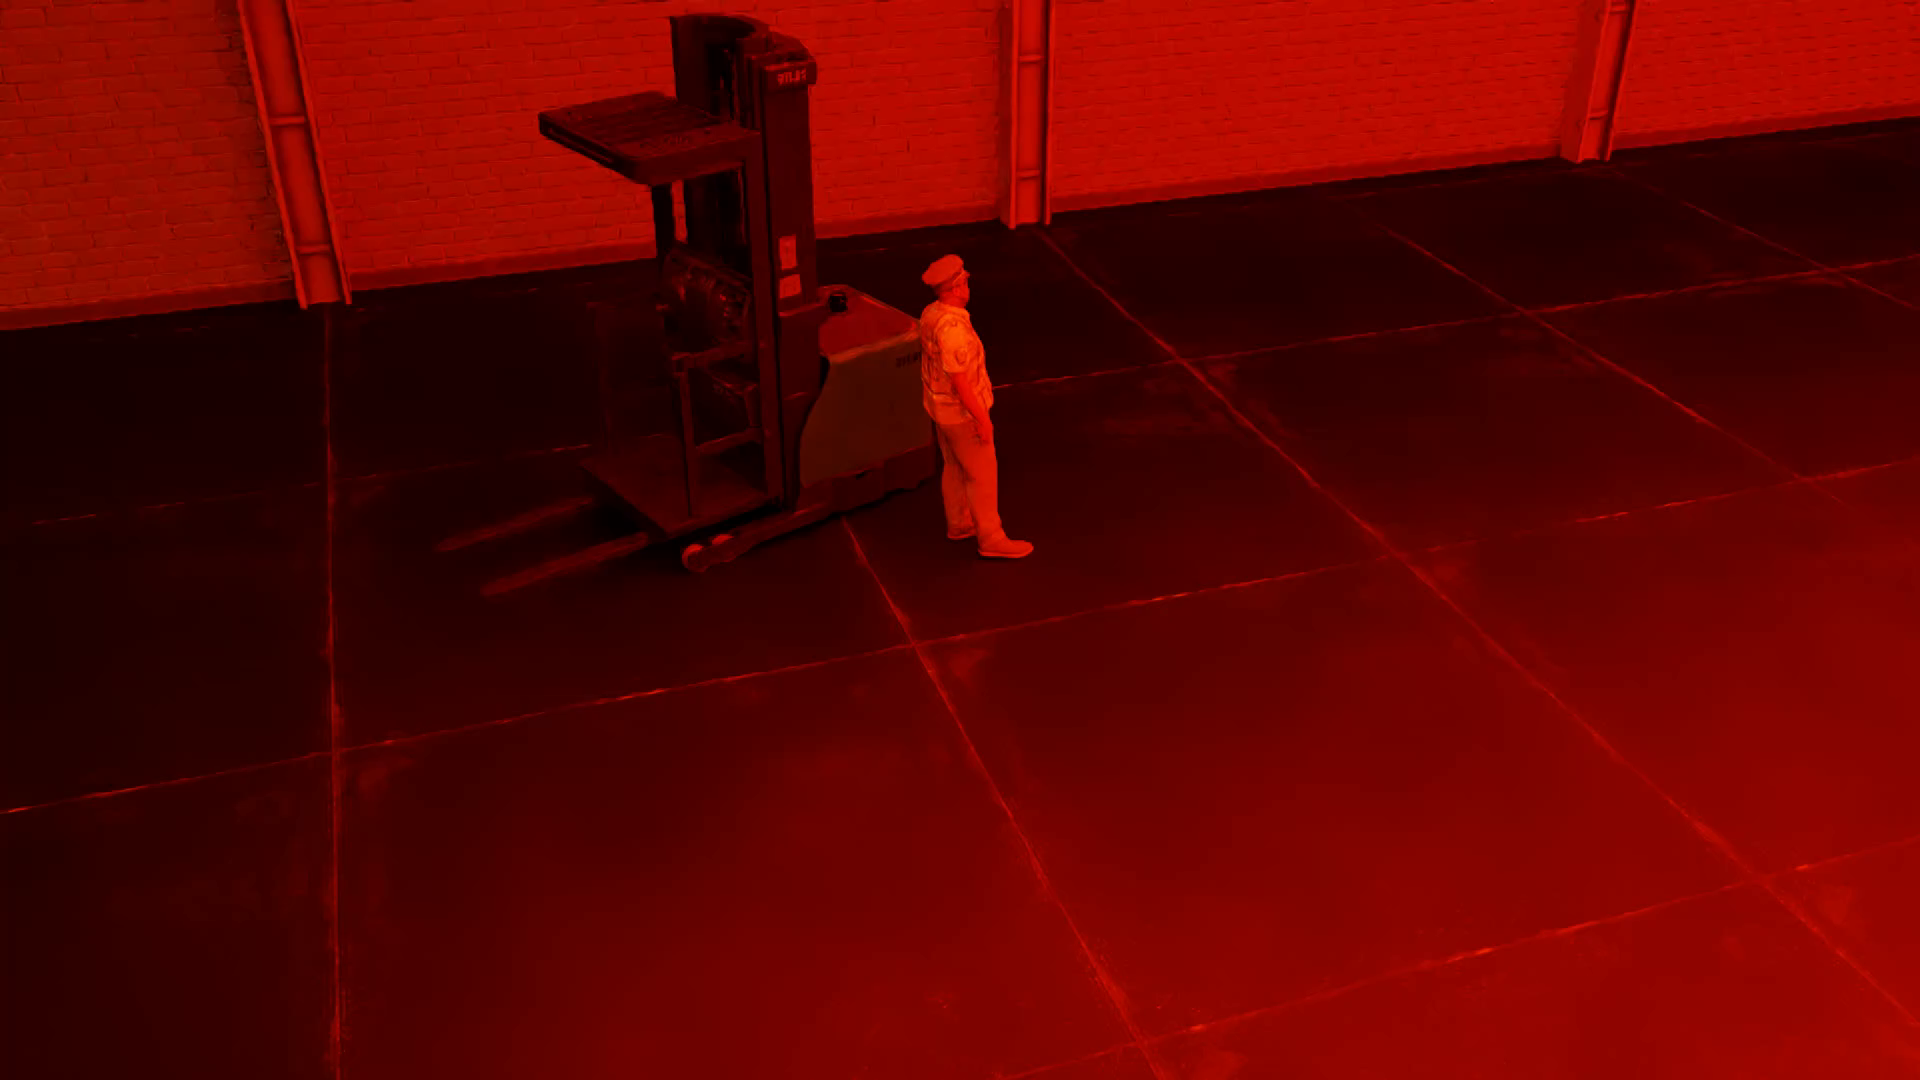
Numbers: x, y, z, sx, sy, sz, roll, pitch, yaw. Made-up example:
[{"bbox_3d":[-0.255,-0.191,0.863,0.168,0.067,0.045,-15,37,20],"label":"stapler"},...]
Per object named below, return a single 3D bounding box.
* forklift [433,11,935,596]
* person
[{"bbox_3d":[-1.627,-1.376,9.478,3.031,2.935,1.130,-22,36,-33],"label":"forklift"},{"bbox_3d":[0.078,-0.786,9.589,0.574,1.781,0.640,-10,31,-16],"label":"person"}]
